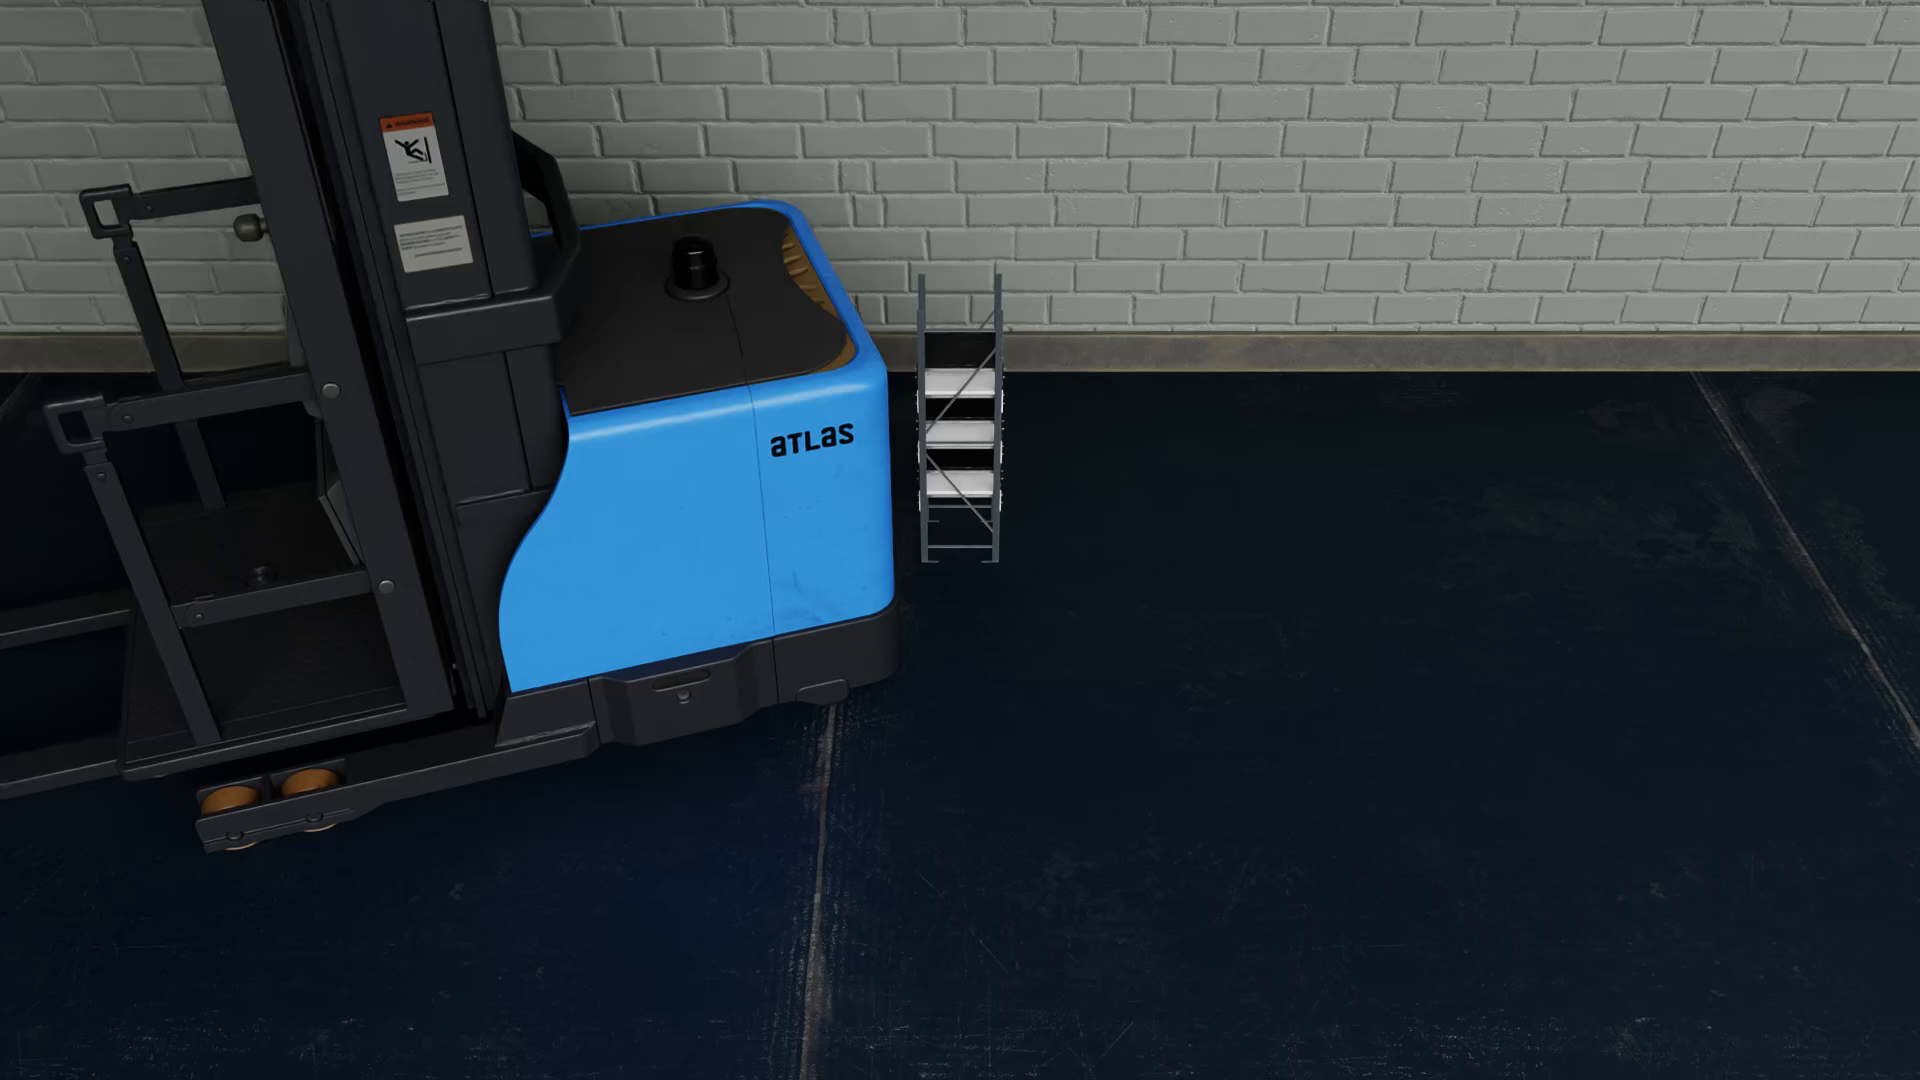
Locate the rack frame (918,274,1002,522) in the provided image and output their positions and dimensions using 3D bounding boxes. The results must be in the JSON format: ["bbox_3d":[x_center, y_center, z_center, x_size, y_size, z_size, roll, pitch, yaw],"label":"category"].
[{"bbox_3d":[0.000,-0.410,5.042,0.240,0.900,0.006,0,39,0],"label":"rack frame"}]

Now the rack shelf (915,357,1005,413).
[{"bbox_3d":[0.000,-0.461,4.871,0.258,0.077,0.200,0,39,0],"label":"rack shelf"}]

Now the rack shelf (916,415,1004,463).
[{"bbox_3d":[0.000,-0.320,4.983,0.258,0.077,0.200,0,39,0],"label":"rack shelf"}]

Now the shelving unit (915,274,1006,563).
[{"bbox_3d":[0.000,-0.346,4.962,0.258,0.900,0.210,0,39,0],"label":"shelving unit"}]

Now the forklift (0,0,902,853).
[{"bbox_3d":[-1.741,-0.723,3.808,3.031,2.935,1.130,-12,40,-14],"label":"forklift"}]

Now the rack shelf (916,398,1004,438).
[{"bbox_3d":[0.000,-0.390,4.927,0.258,0.077,0.200,0,39,0],"label":"rack shelf"}]

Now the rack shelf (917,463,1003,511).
[{"bbox_3d":[0.000,-0.180,5.096,0.258,0.077,0.200,0,39,0],"label":"rack shelf"}]

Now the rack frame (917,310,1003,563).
[{"bbox_3d":[0.000,-0.282,4.883,0.240,0.900,0.006,0,39,0],"label":"rack frame"}]

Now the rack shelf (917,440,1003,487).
[{"bbox_3d":[0.000,-0.250,5.039,0.258,0.077,0.200,0,39,0],"label":"rack shelf"}]

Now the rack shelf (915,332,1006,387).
[{"bbox_3d":[0.000,-0.531,4.814,0.258,0.077,0.200,0,39,0],"label":"rack shelf"}]
